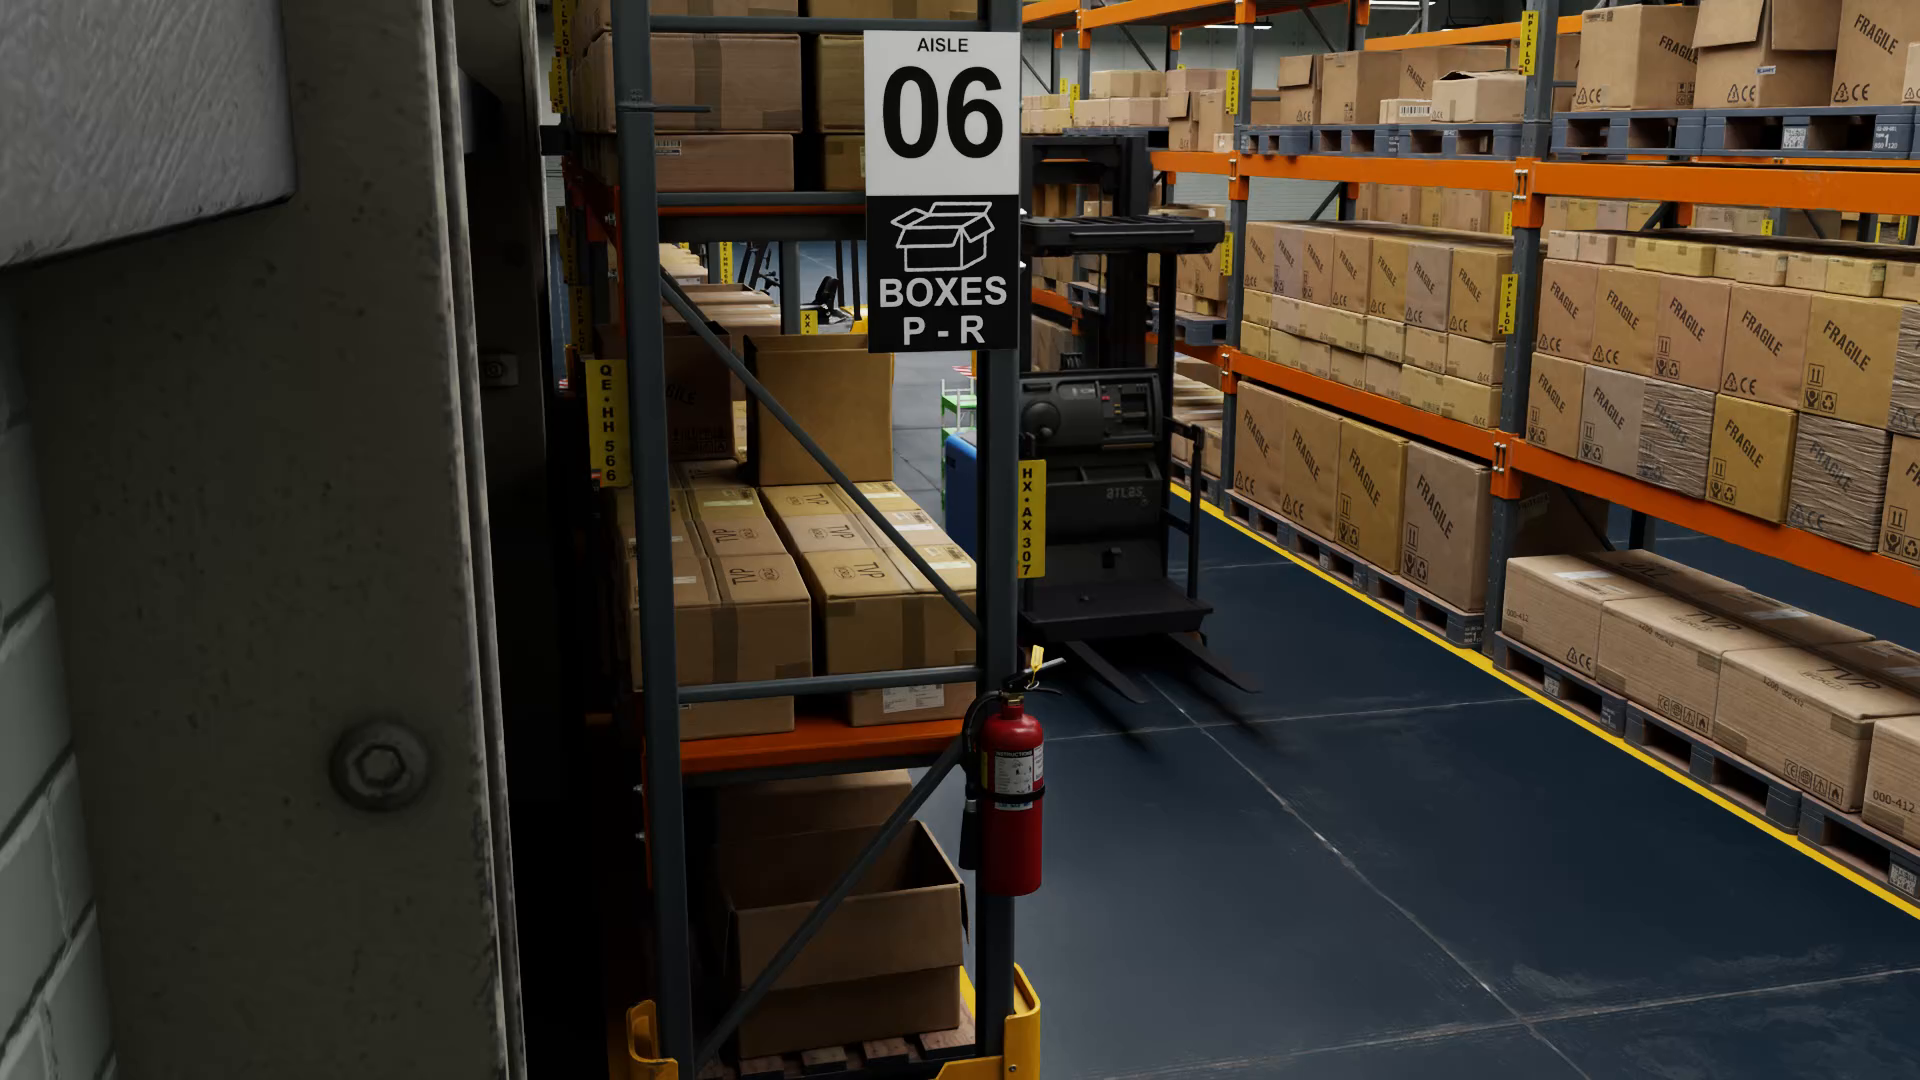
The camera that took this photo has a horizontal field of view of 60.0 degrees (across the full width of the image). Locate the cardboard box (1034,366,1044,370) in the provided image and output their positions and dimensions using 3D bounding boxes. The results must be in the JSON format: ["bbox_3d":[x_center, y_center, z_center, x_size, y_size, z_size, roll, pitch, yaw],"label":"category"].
[{"bbox_3d":[1.126,-1.762,18.229,0.500,0.250,0.500,-4,14,-15],"label":"cardboard box"}]

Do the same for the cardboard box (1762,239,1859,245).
[{"bbox_3d":[4.098,-1.363,8.000,0.380,0.149,0.250,-3,14,-14],"label":"cardboard box"}]

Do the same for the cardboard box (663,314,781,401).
[{"bbox_3d":[-1.180,-0.904,8.711,0.700,0.500,0.500,-3,14,-12],"label":"cardboard box"}]

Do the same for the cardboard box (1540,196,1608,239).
[{"bbox_3d":[6.572,-3.370,17.582,0.700,0.500,0.500,-4,14,-14],"label":"cardboard box"}]

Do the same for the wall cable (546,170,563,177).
[{"bbox_3d":[-11.267,-12.165,49.800,3.097,2.526,0.112,-3,14,-13],"label":"wall cable"}]

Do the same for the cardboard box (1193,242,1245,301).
[{"bbox_3d":[2.224,-2.214,13.447,0.500,0.500,0.500,-4,14,-15],"label":"cardboard box"}]

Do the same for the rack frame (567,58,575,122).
[{"bbox_3d":[-2.223,-4.364,11.330,1.000,3.000,0.127,-3,14,-13],"label":"rack frame"}]

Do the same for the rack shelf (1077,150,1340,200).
[{"bbox_3d":[2.131,-3.297,14.796,1.077,0.370,4.000,-3,14,-13],"label":"rack shelf"}]

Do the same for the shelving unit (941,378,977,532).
[{"bbox_3d":[0.039,-0.545,12.128,0.258,1.200,0.503,-3,14,-13],"label":"shelving unit"}]

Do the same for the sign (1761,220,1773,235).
[{"bbox_3d":[6.850,-2.557,14.135,0.100,0.325,0.005,-3,14,-13],"label":"sign"}]

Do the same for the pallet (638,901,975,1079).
[{"bbox_3d":[-0.550,1.549,5.643,1.003,0.211,1.213,-3,14,-13],"label":"pallet"}]

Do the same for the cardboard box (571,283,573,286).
[{"bbox_3d":[-3.075,-2.176,14.276,0.500,0.250,0.500,-4,14,-15],"label":"cardboard box"}]

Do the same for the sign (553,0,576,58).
[{"bbox_3d":[-1.822,-2.395,7.671,0.100,0.325,0.005,-3,14,-13],"label":"sign"}]

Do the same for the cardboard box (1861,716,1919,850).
[{"bbox_3d":[4.227,1.012,6.478,0.875,0.438,0.875,-4,14,-15],"label":"cardboard box"}]

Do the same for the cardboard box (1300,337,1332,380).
[{"bbox_3d":[2.727,-1.289,11.698,0.500,0.250,0.500,-3,14,-11],"label":"cardboard box"}]

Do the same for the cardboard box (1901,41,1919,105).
[{"bbox_3d":[4.177,-1.897,6.641,0.500,0.311,0.500,-3,14,-12],"label":"cardboard box"}]

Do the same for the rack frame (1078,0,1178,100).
[{"bbox_3d":[1.661,-5.565,16.243,1.000,3.000,0.127,-3,14,-13],"label":"rack frame"}]

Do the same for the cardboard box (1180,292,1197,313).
[{"bbox_3d":[2.059,-1.985,13.878,0.380,0.149,0.250,-3,14,-14],"label":"cardboard box"}]

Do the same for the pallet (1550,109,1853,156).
[{"bbox_3d":[3.722,-2.029,8.280,1.003,0.211,1.213,-3,14,-13],"label":"pallet"}]

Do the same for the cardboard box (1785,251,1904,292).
[{"bbox_3d":[3.804,-1.156,7.154,0.380,0.149,0.250,-3,14,-11],"label":"cardboard box"}]

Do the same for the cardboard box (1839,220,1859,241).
[{"bbox_3d":[11.165,-3.620,20.088,0.875,0.500,0.500,-3,14,-13],"label":"cardboard box"}]

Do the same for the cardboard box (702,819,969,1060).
[{"bbox_3d":[-0.396,1.258,5.333,0.797,0.503,0.637,-4,14,-15],"label":"cardboard box"}]

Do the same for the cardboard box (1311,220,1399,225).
[{"bbox_3d":[2.977,-2.157,12.619,0.500,0.500,0.500,-4,14,-15],"label":"cardboard box"}]

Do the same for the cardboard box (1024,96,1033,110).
[{"bbox_3d":[0.918,-4.786,18.226,0.380,0.149,0.250,-3,14,-12],"label":"cardboard box"}]

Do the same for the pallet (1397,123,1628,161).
[{"bbox_3d":[3.277,-2.378,9.922,0.805,0.209,1.217,-4,14,-15],"label":"pallet"}]

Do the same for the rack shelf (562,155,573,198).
[{"bbox_3d":[-2.693,-3.019,13.660,1.077,0.370,4.000,-3,14,-13],"label":"rack shelf"}]

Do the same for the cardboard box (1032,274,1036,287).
[{"bbox_3d":[1.017,-2.880,18.426,0.380,0.149,0.250,-4,14,-14],"label":"cardboard box"}]

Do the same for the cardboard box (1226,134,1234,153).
[{"bbox_3d":[2.323,-3.124,13.101,0.380,0.149,0.250,-3,14,-13],"label":"cardboard box"}]

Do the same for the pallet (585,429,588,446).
[{"bbox_3d":[-2.952,-0.850,15.463,1.003,0.211,1.213,-3,14,-13],"label":"pallet"}]

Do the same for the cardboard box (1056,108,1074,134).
[{"bbox_3d":[1.296,-4.266,16.938,0.500,0.250,0.500,-3,14,-14],"label":"cardboard box"}]

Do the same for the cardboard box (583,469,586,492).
[{"bbox_3d":[-2.301,-0.213,11.359,0.500,0.500,0.500,-3,14,-13],"label":"cardboard box"}]

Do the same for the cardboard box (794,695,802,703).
[{"bbox_3d":[-0.683,0.394,5.023,0.380,0.149,0.250,-3,14,-12],"label":"cardboard box"}]

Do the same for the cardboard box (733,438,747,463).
[{"bbox_3d":[-0.691,-0.264,6.878,0.500,0.250,0.500,-3,14,-14],"label":"cardboard box"}]

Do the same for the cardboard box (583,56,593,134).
[{"bbox_3d":[-0.958,-1.454,5.429,0.500,0.250,0.500,-4,14,-14],"label":"cardboard box"}]

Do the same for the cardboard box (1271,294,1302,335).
[{"bbox_3d":[2.600,-1.648,12.113,0.500,0.250,0.500,-3,14,-12],"label":"cardboard box"}]

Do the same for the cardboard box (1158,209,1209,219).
[{"bbox_3d":[1.942,-2.801,14.484,0.380,0.149,0.250,-4,14,-16],"label":"cardboard box"}]

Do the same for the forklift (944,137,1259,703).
[{"bbox_3d":[0.777,-0.776,9.427,1.130,2.935,3.031,-4,14,-15],"label":"forklift"}]

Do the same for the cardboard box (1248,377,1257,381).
[{"bbox_3d":[3.385,-1.910,17.596,0.500,0.500,0.500,-3,14,-13],"label":"cardboard box"}]

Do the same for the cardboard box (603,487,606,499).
[{"bbox_3d":[-1.305,-0.354,7.246,0.500,0.250,0.500,-3,14,-14],"label":"cardboard box"}]

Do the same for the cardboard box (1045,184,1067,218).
[{"bbox_3d":[1.368,-3.794,18.693,0.700,0.500,0.500,-3,14,-14],"label":"cardboard box"}]

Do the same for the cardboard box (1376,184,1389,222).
[{"bbox_3d":[5.778,-4.260,20.953,0.875,0.550,0.550,-3,14,-13],"label":"cardboard box"}]

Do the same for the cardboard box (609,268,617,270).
[{"bbox_3d":[-2.668,-1.995,12.694,0.380,0.149,0.250,-3,14,-13],"label":"cardboard box"}]

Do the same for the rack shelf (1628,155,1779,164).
[{"bbox_3d":[6.919,-3.596,16.020,1.077,0.370,4.000,-3,14,-13],"label":"rack shelf"}]

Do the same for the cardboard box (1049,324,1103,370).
[{"bbox_3d":[1.262,-2.004,17.640,0.500,0.500,0.500,-3,14,-14],"label":"cardboard box"}]

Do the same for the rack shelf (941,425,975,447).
[{"bbox_3d":[0.039,-0.716,12.087,0.258,0.148,0.480,-3,14,-13],"label":"rack shelf"}]

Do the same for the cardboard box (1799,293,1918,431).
[{"bbox_3d":[3.871,-0.747,6.849,0.500,0.500,0.500,-3,14,-13],"label":"cardboard box"}]

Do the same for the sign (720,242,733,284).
[{"bbox_3d":[-1.698,-2.006,12.046,0.100,0.325,0.005,-3,14,-13],"label":"sign"}]

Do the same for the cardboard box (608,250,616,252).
[{"bbox_3d":[-3.138,-2.463,14.611,0.380,0.149,0.250,-3,14,-14],"label":"cardboard box"}]

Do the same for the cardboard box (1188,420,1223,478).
[{"bbox_3d":[2.478,-0.786,13.976,0.950,0.372,0.625,-4,14,-17],"label":"cardboard box"}]

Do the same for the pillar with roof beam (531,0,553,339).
[{"bbox_3d":[-2.039,-7.623,24.668,9.100,9.000,0.400,-3,14,-13],"label":"pillar with roof beam"}]

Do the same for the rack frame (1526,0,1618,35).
[{"bbox_3d":[6.449,-5.864,17.468,1.000,3.000,0.127,-3,14,-13],"label":"rack frame"}]

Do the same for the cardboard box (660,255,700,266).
[{"bbox_3d":[-2.400,-2.320,14.026,0.380,0.149,0.250,-4,14,-15],"label":"cardboard box"}]

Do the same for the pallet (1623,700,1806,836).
[{"bbox_3d":[3.933,1.012,7.842,1.003,0.211,1.213,-3,14,-13],"label":"pallet"}]

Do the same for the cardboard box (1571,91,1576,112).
[{"bbox_3d":[3.763,-2.536,9.563,0.396,0.266,0.258,-3,14,-14],"label":"cardboard box"}]

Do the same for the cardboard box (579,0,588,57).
[{"bbox_3d":[-0.973,-1.701,5.386,0.500,0.250,0.500,-3,14,-13],"label":"cardboard box"}]

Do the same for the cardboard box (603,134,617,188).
[{"bbox_3d":[-0.849,-1.115,4.881,0.380,0.149,0.250,-3,14,-12],"label":"cardboard box"}]
